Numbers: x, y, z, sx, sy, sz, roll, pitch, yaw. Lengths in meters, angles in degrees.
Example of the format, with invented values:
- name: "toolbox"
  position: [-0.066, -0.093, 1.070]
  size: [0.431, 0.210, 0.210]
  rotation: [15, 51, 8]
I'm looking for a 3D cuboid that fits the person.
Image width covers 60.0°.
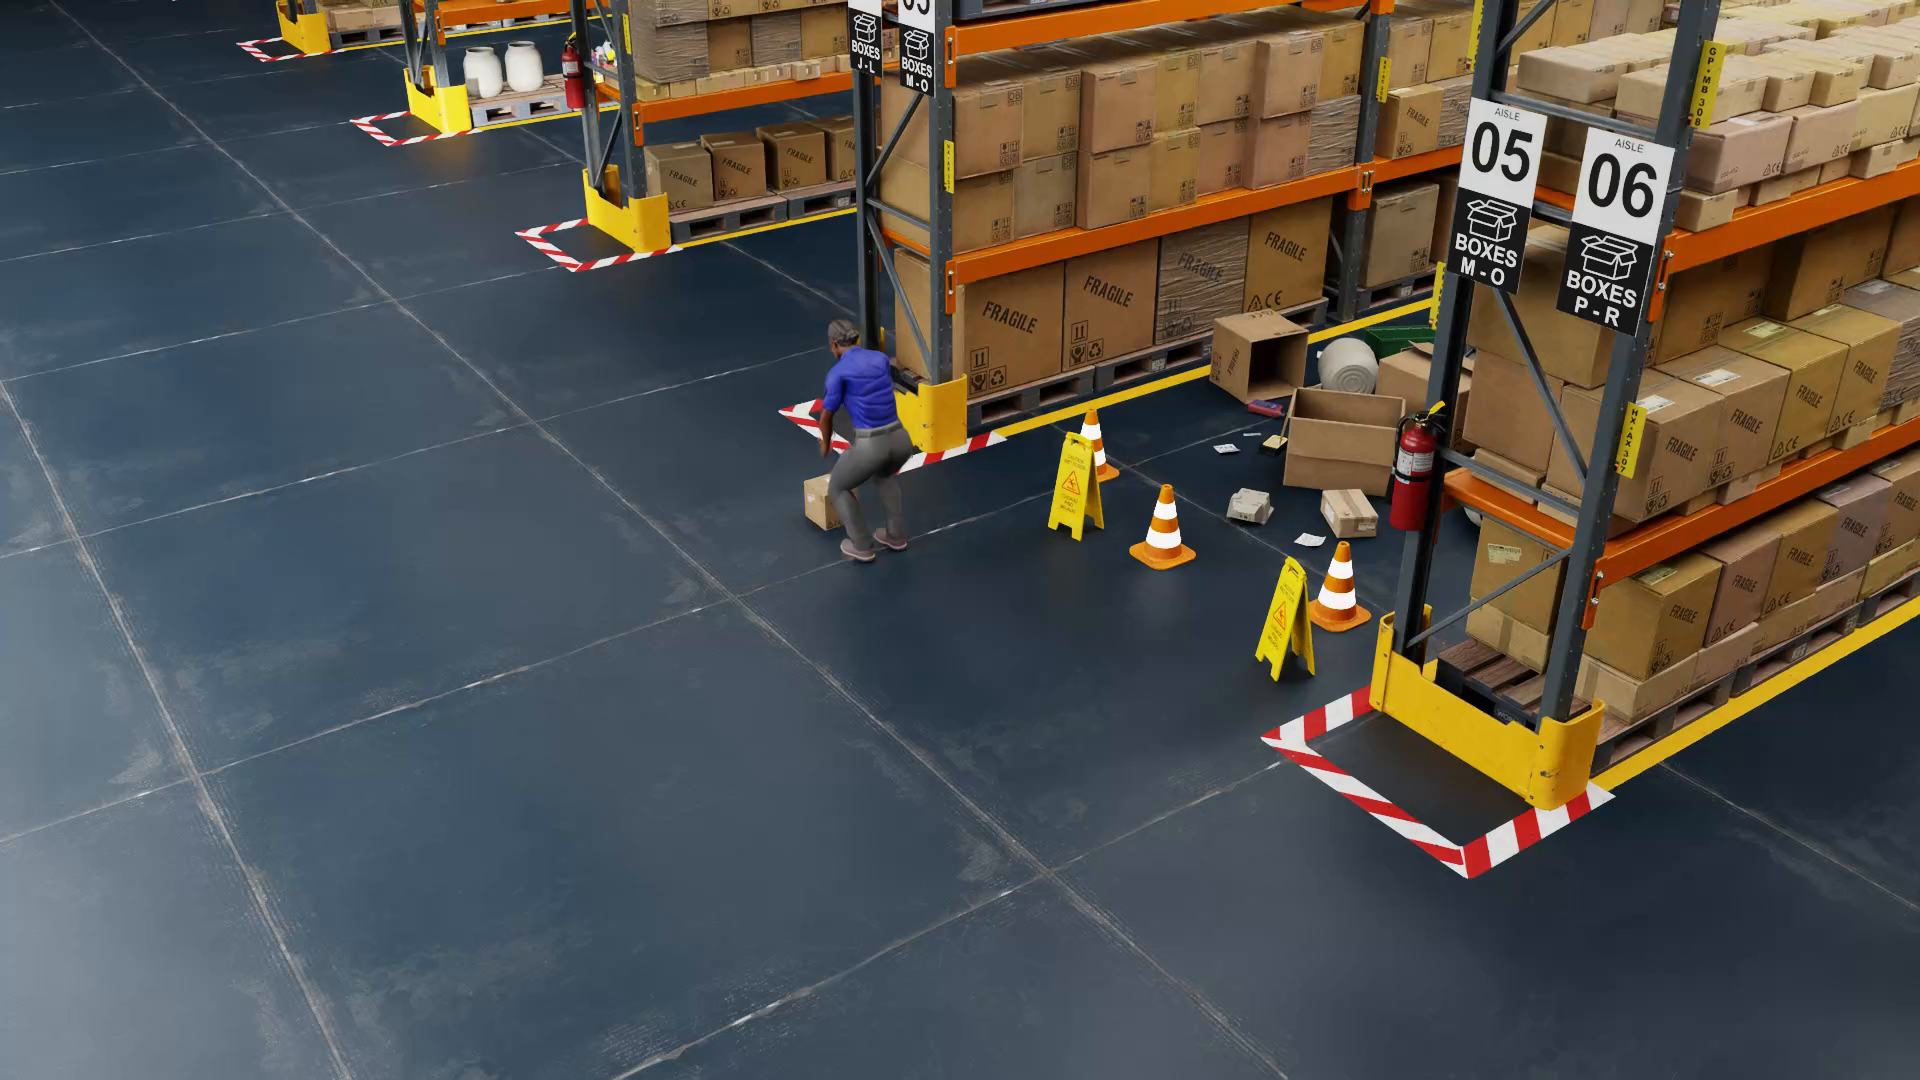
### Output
- name: "person"
  position: [-0.579, -0.577, 9.923]
  size: [0.492, 1.438, 0.577]
  rotation: [-19, 34, -30]
